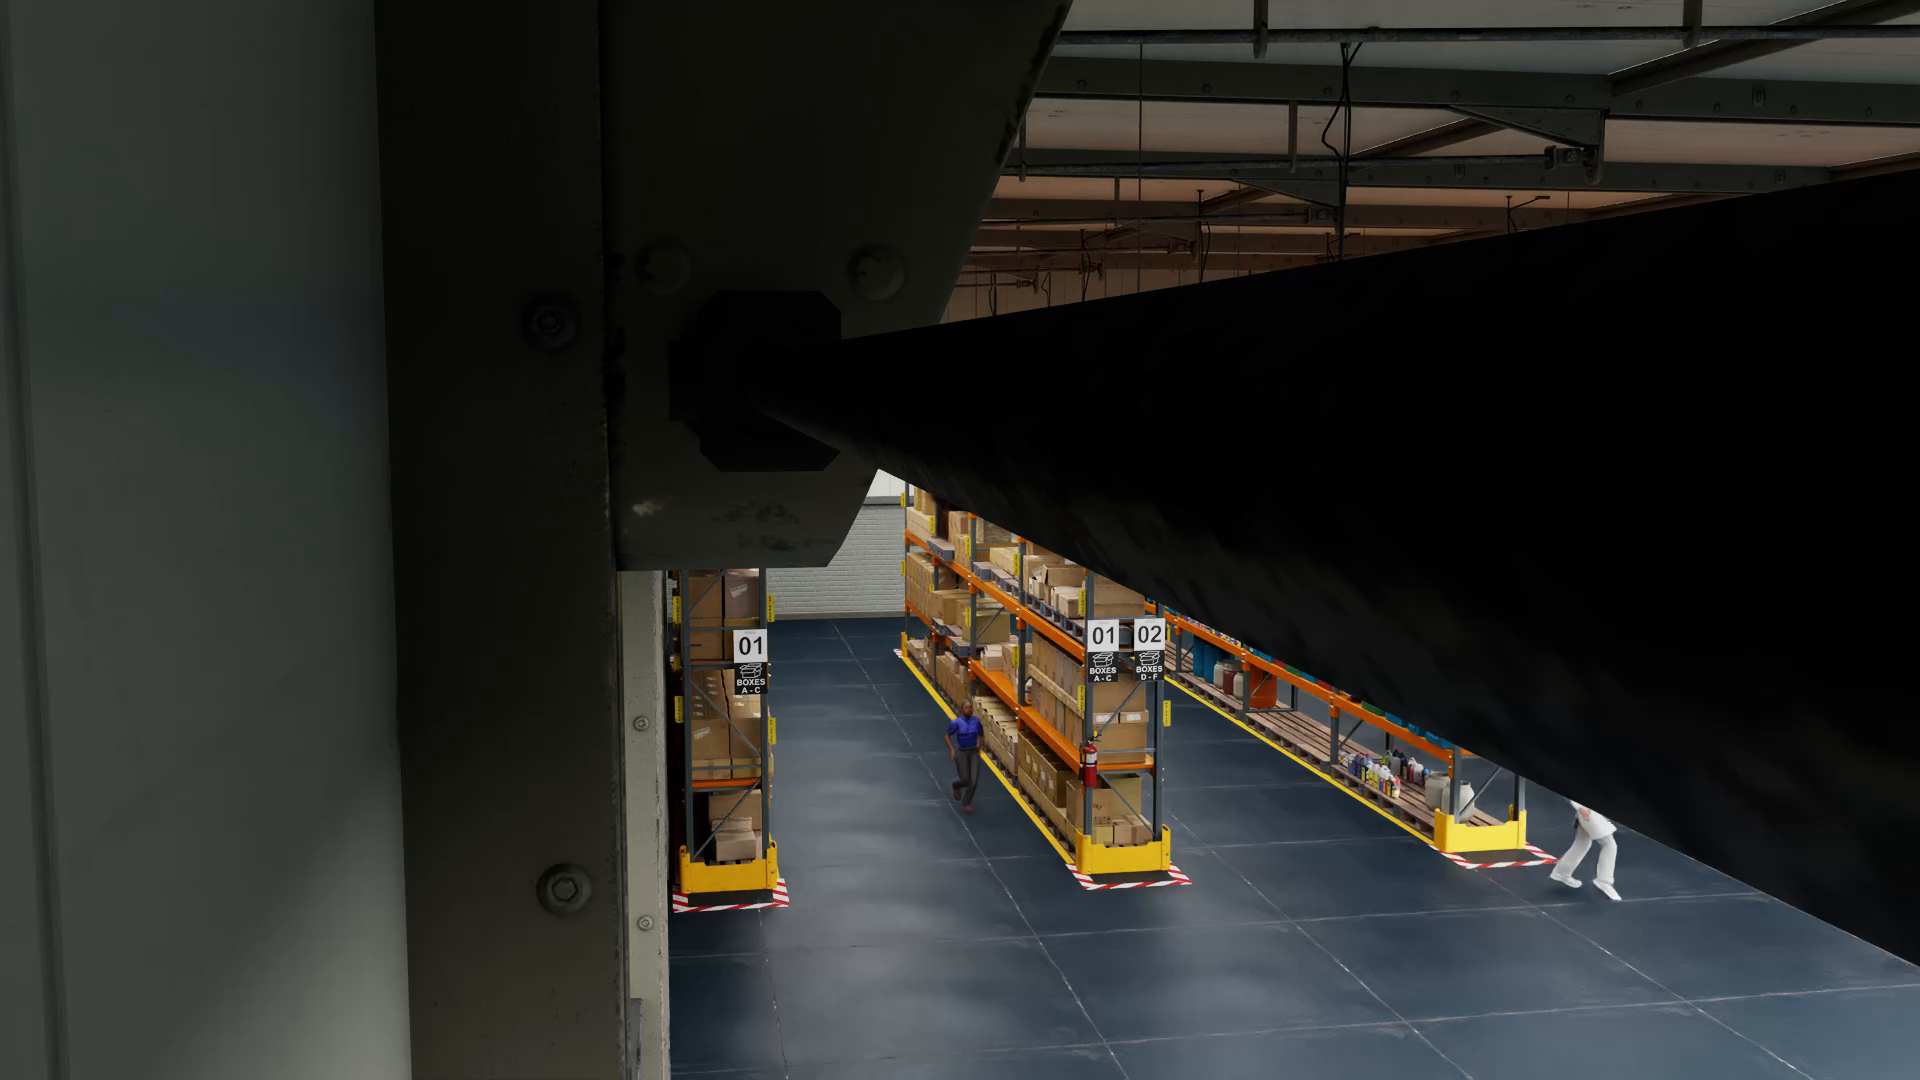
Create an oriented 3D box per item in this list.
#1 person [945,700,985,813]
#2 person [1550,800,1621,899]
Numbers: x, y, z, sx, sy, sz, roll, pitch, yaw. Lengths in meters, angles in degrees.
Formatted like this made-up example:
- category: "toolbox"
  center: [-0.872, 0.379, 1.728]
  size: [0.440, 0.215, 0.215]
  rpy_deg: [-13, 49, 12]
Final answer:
- category: "person"
  center: [0.098, 3.082, 23.737]
  size: [0.575, 1.615, 0.560]
  rpy_deg: [-2, 6, -18]
- category: "person"
  center: [7.589, 3.380, 20.120]
  size: [0.805, 1.839, 0.705]
  rpy_deg: [2, 6, 18]
